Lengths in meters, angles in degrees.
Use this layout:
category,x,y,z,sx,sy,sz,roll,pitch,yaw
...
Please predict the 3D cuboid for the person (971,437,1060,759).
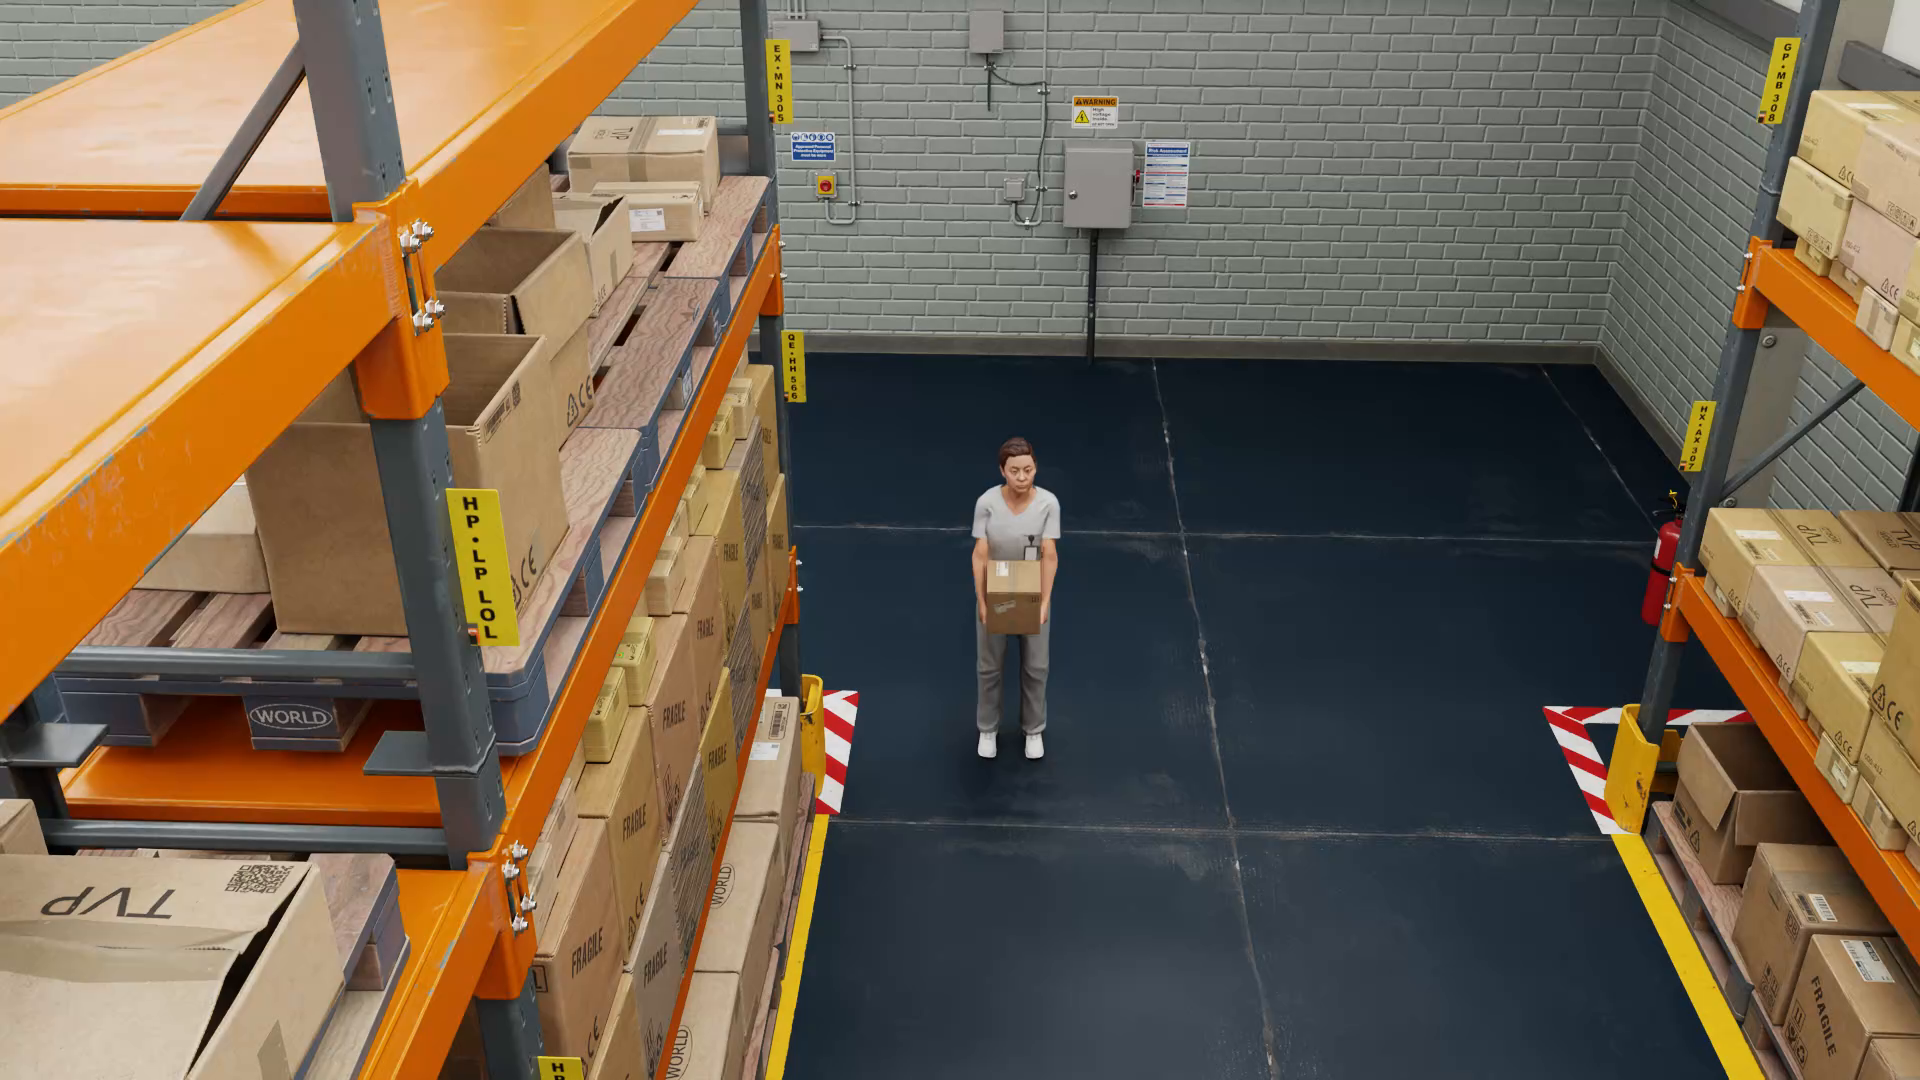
category,x,y,z,sx,sy,sz,roll,pitch,yaw
person,0.263,0.324,8.028,0.424,1.668,0.542,1,28,2
